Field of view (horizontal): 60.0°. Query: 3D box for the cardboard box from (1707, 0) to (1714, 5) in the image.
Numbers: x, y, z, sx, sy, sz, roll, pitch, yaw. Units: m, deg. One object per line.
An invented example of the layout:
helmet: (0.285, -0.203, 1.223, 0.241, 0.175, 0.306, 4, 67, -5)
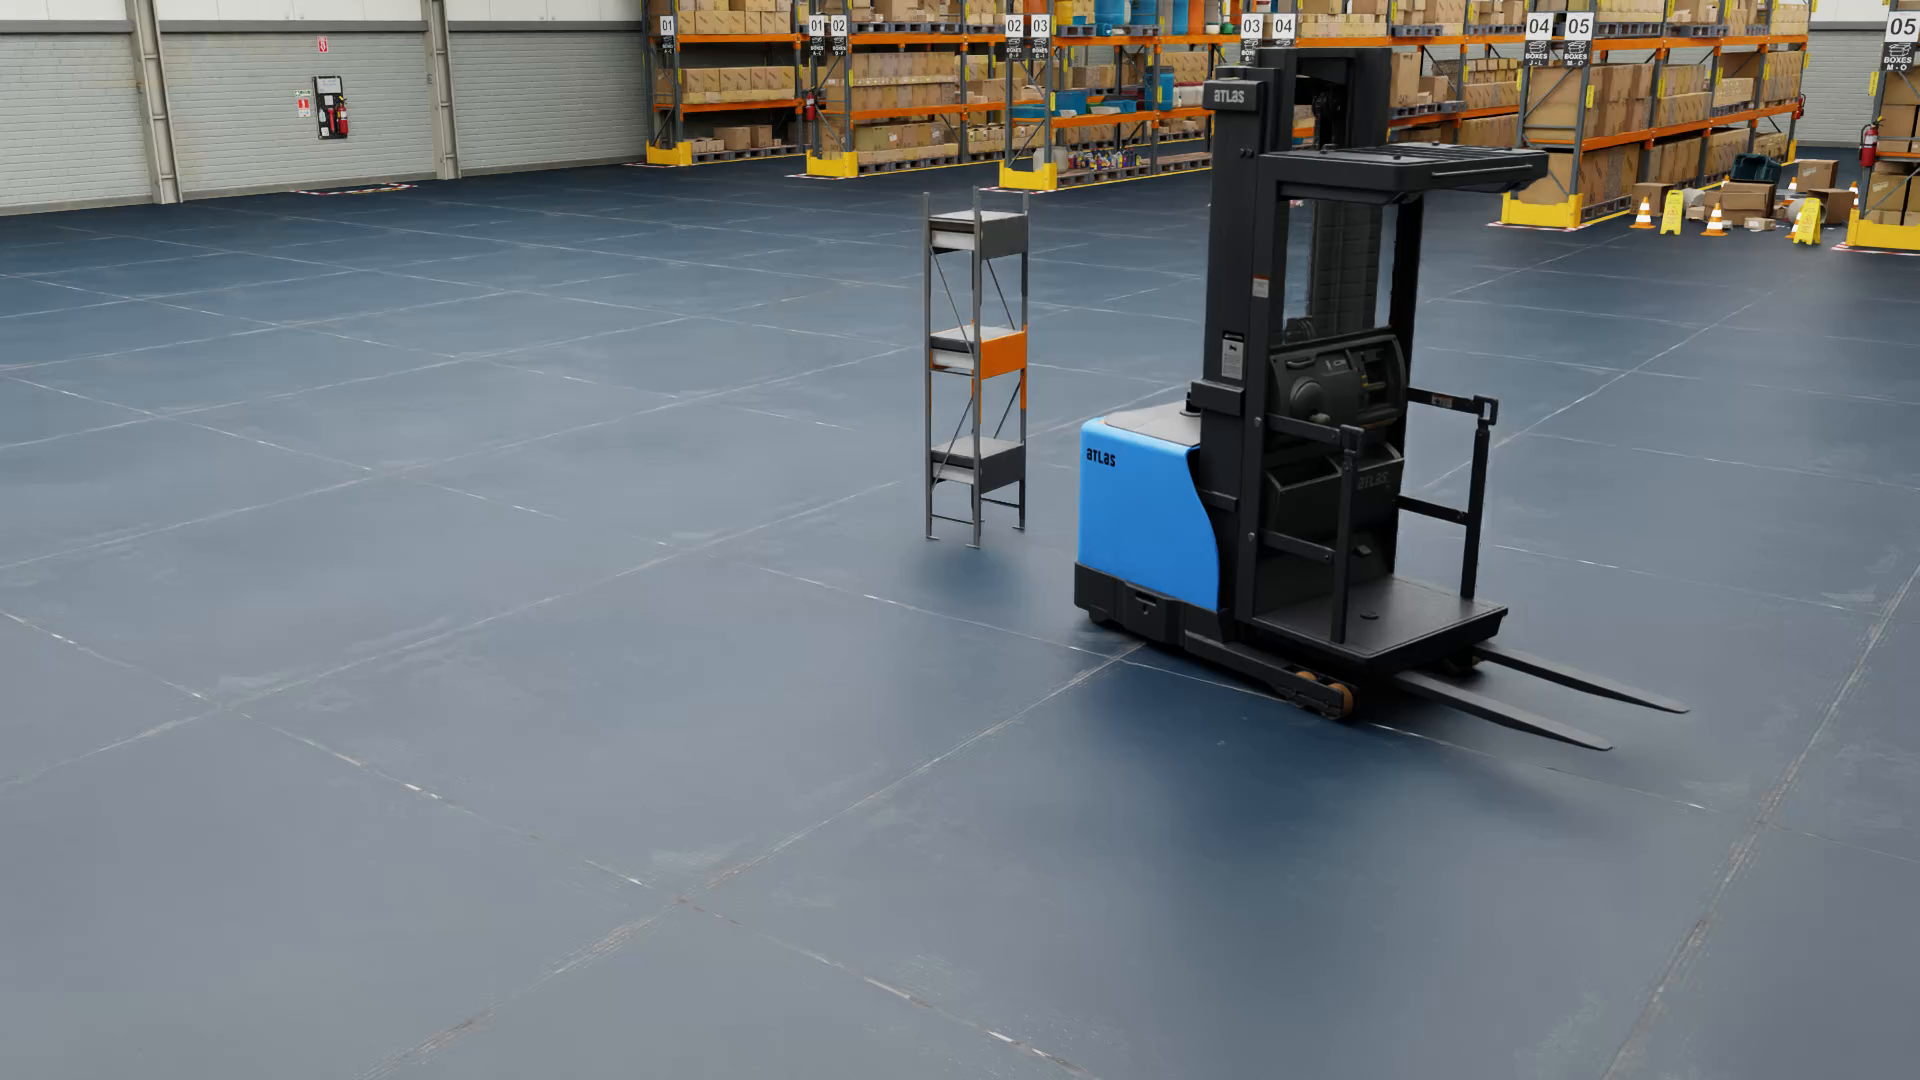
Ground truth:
cardboard box: (14.756, -10.647, 32.953, 0.396, 0.266, 0.258, 12, 21, 35)

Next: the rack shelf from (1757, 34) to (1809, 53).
rack shelf: (17.549, -10.867, 36.334, 1.077, 0.370, 4.000, 12, 21, 35)

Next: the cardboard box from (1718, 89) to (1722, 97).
cardboard box: (14.739, -8.780, 32.673, 0.380, 0.149, 0.250, 12, 21, 33)

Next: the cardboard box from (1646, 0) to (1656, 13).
cardboard box: (11.202, -8.864, 27.547, 0.500, 0.250, 0.500, 12, 21, 34)

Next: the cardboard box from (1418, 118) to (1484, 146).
cardboard box: (10.478, -8.596, 35.740, 1.225, 0.875, 0.875, 11, 21, 32)

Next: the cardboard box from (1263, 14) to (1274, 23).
cardboard box: (5.199, -9.016, 28.743, 0.380, 0.149, 0.250, 12, 21, 35)

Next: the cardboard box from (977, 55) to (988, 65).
cardboard box: (0.427, -13.229, 45.817, 0.500, 0.250, 0.500, 13, 22, 36)

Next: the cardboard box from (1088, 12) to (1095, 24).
cardboard box: (2.943, -12.836, 41.294, 0.910, 0.500, 0.500, 12, 21, 35)

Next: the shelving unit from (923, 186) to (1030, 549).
shelving unit: (0.099, -1.042, 10.059, 0.431, 2.100, 0.503, 12, 21, 35)

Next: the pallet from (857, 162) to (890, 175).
pallet: (-2.248, -7.953, 35.498, 1.003, 0.211, 1.213, 12, 21, 35)

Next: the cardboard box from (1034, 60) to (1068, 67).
cardboard box: (2.587, -13.800, 49.120, 0.980, 0.700, 0.700, 14, 22, 37)

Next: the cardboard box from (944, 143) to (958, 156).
cardboard box: (-0.387, -8.786, 37.407, 0.500, 0.250, 0.500, 12, 21, 35)

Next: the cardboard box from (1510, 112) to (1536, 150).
cardboard box: (12.891, -9.531, 38.751, 0.875, 0.875, 0.875, 12, 21, 35)

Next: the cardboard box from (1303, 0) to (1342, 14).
cardboard box: (6.385, -9.511, 29.241, 0.500, 0.500, 0.500, 12, 21, 34)

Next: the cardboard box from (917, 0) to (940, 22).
cardboard box: (-0.798, -11.722, 36.763, 0.500, 0.500, 0.500, 15, 22, 39)

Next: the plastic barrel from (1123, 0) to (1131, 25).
plastic barrel: (3.275, -10.790, 33.978, 0.421, 0.512, 0.421, 0, 17, 0)

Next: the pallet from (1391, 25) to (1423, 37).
pallet: (8.120, -9.767, 31.898, 1.213, 0.211, 1.003, 12, 21, 35)

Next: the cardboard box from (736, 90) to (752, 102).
cardboard box: (-5.195, -10.334, 38.683, 0.500, 0.250, 0.500, 13, 21, 35)

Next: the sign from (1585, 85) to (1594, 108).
sign: (9.649, -6.795, 25.474, 0.100, 0.325, 0.005, 12, 21, 35)

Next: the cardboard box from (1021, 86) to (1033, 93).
cardboard box: (1.408, -10.779, 40.047, 0.500, 0.311, 0.500, 12, 21, 34)

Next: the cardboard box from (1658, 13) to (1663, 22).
cardboard box: (11.630, -8.813, 28.056, 0.380, 0.149, 0.250, 12, 21, 34)

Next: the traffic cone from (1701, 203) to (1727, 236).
traffic cone: (11.369, -4.827, 25.006, 0.336, 0.463, 0.334, 12, 21, 35)

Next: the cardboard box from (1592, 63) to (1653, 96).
cardboard box: (11.343, -7.901, 28.556, 0.875, 0.550, 0.550, 12, 21, 35)

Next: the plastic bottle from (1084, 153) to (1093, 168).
plastic bottle: (2.643, -7.796, 34.140, 0.152, 0.276, 0.135, 12, 21, 35)

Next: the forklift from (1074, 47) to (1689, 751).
forklift: (1.927, -0.745, 7.700, 1.130, 2.935, 3.031, -13, 22, -37)

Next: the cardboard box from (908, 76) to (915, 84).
cardboard box: (-1.190, -9.937, 35.922, 0.380, 0.149, 0.250, 13, 22, 36)

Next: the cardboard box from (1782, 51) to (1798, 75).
cardboard box: (18.365, -10.648, 37.117, 0.500, 0.500, 0.500, 12, 21, 33)

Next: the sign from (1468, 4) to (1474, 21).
sign: (10.485, -10.832, 34.138, 0.100, 0.325, 0.005, 12, 21, 35)

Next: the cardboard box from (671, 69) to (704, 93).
cardboard box: (-6.125, -10.326, 37.393, 0.500, 0.500, 0.500, 12, 21, 35)

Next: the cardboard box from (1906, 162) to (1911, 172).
cardboard box: (13.828, -5.543, 24.607, 0.380, 0.149, 0.250, 13, 21, 36)

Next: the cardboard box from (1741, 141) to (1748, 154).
cardboard box: (16.118, -8.087, 34.735, 0.500, 0.500, 0.500, 12, 21, 34)

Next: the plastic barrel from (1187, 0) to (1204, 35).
plastic barrel: (5.019, -11.449, 36.272, 0.600, 0.830, 0.708, 12, 21, 35)

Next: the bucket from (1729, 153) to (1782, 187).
bucket: (13.361, -6.119, 27.846, 0.620, 0.611, 0.726, 0, 14, -35)

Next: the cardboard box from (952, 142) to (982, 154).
cardboard box: (0.153, -8.988, 38.056, 0.500, 0.250, 0.500, 12, 21, 33)

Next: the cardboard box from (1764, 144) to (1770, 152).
cardboard box: (17.572, -8.627, 36.563, 0.380, 0.149, 0.250, 12, 21, 34)

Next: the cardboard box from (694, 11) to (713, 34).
cardboard box: (-5.902, -11.616, 37.333, 0.500, 0.500, 0.500, 14, 22, 38)

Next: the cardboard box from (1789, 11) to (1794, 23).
cardboard box: (17.749, -11.337, 36.046, 0.500, 0.250, 0.500, 11, 21, 32)

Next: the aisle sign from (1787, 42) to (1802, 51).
aisle sign: (19.025, -11.460, 37.706, 0.394, 0.787, 0.004, 12, 21, 35)

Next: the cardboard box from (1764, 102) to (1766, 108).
cardboard box: (17.166, -9.402, 35.886, 0.380, 0.149, 0.250, 11, 21, 32)

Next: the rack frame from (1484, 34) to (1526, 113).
rack frame: (12.434, -10.202, 38.038, 1.000, 3.000, 0.127, 12, 21, 35)

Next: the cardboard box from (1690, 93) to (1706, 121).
cardboard box: (13.623, -8.123, 31.175, 0.500, 0.500, 0.500, 12, 21, 35)

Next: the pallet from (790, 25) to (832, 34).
pallet: (-3.814, -12.393, 40.354, 1.213, 0.211, 1.003, 12, 21, 35)

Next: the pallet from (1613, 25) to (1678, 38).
pallet: (12.097, -8.964, 29.317, 0.805, 0.209, 1.217, 11, 21, 33)

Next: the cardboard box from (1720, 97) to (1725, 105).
cardboard box: (14.882, -8.693, 32.894, 0.380, 0.149, 0.250, 14, 22, 37)

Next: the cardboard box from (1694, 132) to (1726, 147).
cardboard box: (14.881, -7.956, 33.047, 0.500, 0.250, 0.500, 12, 21, 34)

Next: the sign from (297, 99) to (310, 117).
sign: (-12.418, -8.182, 31.473, 0.001, 0.329, 0.234, 12, 21, 35)

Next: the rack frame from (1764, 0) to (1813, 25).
rack frame: (18.740, -13.119, 37.316, 1.000, 3.000, 0.127, 12, 21, 35)

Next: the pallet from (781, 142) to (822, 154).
pallet: (-3.804, -9.776, 41.369, 1.003, 0.211, 1.213, 12, 21, 35)

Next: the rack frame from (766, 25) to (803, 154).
rack frame: (-4.267, -10.922, 40.358, 1.000, 3.000, 0.127, 12, 21, 35)

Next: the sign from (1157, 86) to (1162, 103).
sign: (4.125, -9.204, 34.358, 0.100, 0.325, 0.005, 12, 21, 35)

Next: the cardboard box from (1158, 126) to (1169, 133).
cardboard box: (5.411, -11.080, 44.901, 0.380, 0.166, 0.250, 12, 21, 35)

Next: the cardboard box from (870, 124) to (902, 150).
cardboard box: (-1.588, -8.670, 35.768, 0.500, 0.500, 0.500, 12, 21, 35)

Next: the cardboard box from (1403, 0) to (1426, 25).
cardboard box: (8.587, -10.298, 32.407, 0.797, 0.503, 0.637, 13, 22, 37)

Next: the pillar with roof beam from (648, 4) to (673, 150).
pillar with roof beam: (-3.471, -12.393, 34.980, 9.100, 9.000, 0.400, 12, 21, 35)

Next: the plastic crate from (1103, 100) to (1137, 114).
plastic crate: (3.248, -8.789, 33.739, 0.499, 0.251, 0.616, 12, 21, 35)

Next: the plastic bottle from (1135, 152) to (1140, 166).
plastic bottle: (3.668, -7.912, 34.501, 0.061, 0.283, 0.133, 14, 22, 37)
